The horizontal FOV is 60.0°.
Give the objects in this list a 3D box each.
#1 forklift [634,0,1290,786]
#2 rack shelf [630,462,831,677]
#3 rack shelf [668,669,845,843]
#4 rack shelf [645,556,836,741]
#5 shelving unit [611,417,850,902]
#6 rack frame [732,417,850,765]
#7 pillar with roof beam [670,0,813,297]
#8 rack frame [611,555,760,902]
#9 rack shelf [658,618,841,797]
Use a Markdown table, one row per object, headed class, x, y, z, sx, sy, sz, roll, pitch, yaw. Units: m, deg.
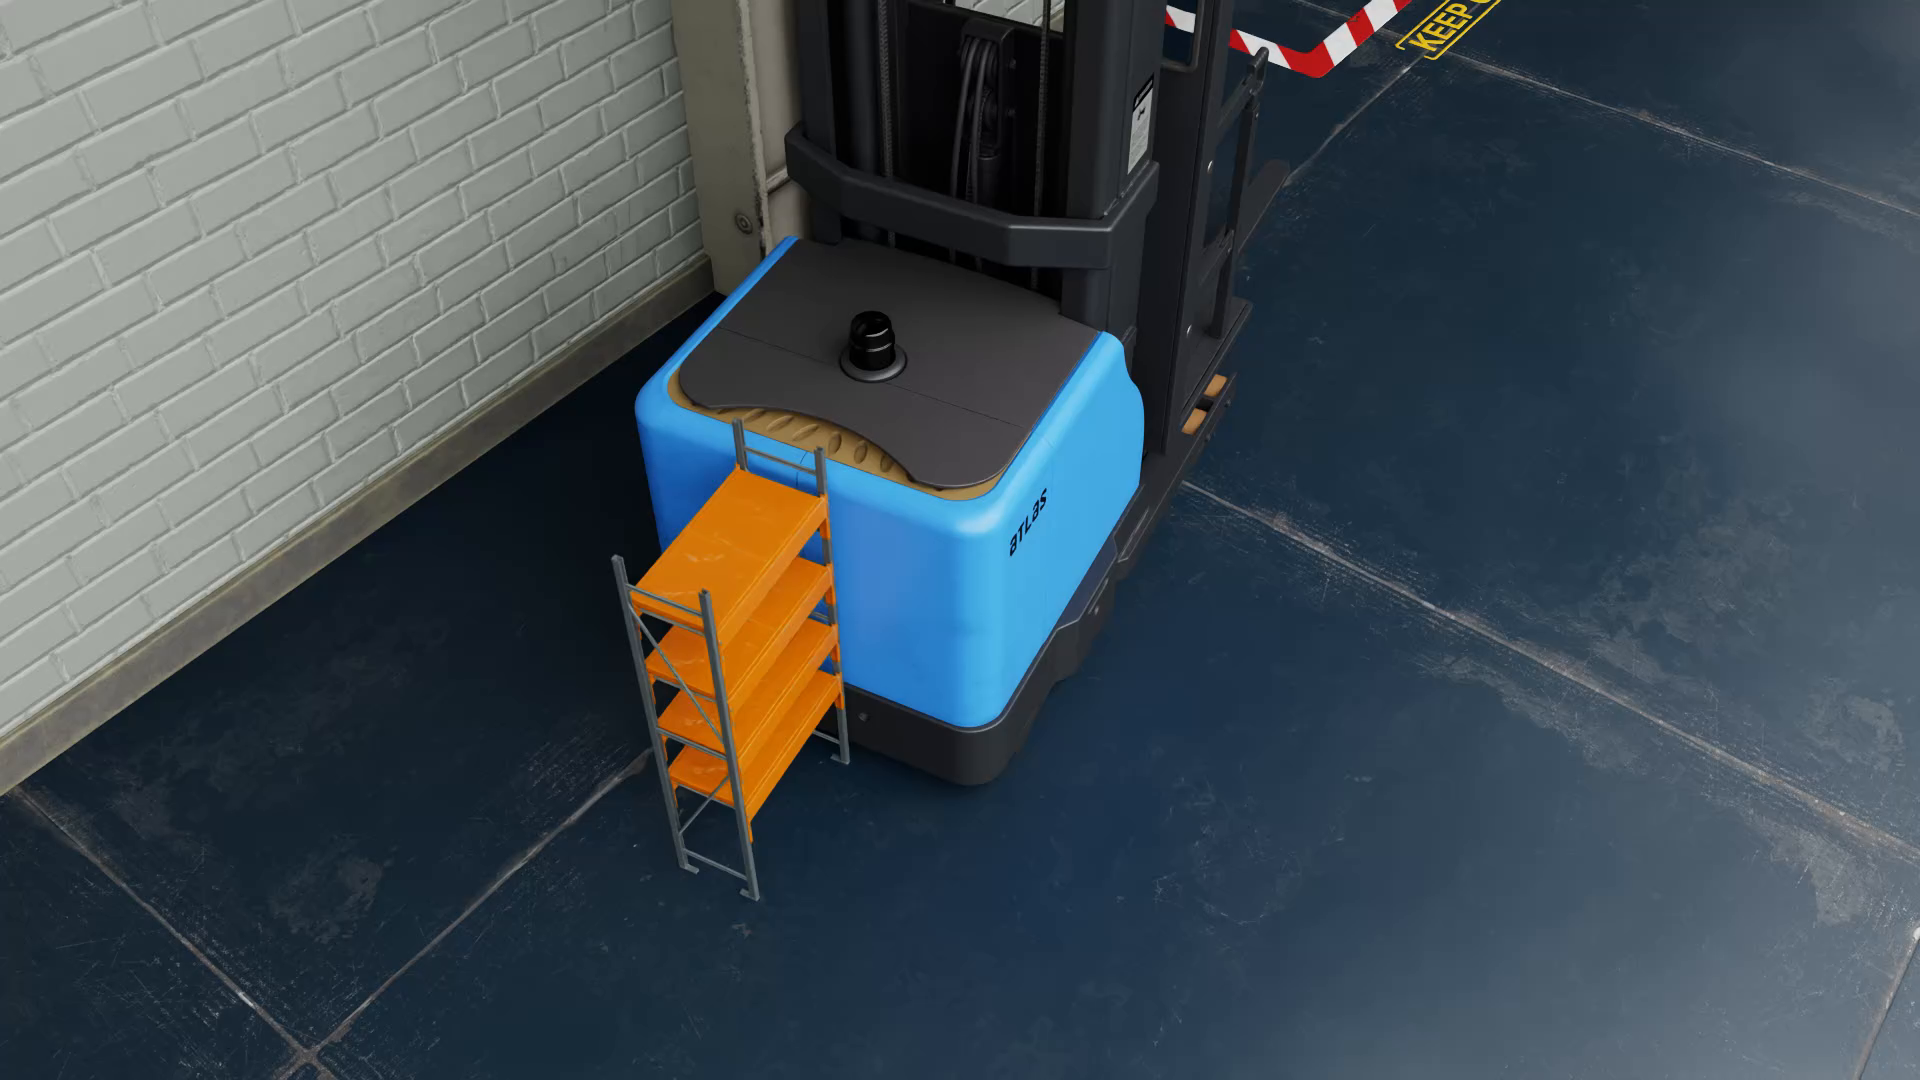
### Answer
| class | x | y | z | sx | sy | sz | roll | pitch | yaw |
| --- | --- | --- | --- | --- | --- | --- | --- | --- | --- |
| forklift | 0.279 | -1.418 | 4.578 | 1.130 | 2.935 | 3.031 | 20 | 49 | 18 |
| rack shelf | -0.527 | 0.059 | 3.821 | 0.258 | 0.148 | 0.480 | 20 | 49 | 18 |
| rack shelf | -0.527 | 0.514 | 4.297 | 0.258 | 0.148 | 0.480 | 20 | 49 | 18 |
| rack shelf | -0.527 | 0.222 | 3.992 | 0.258 | 0.148 | 0.480 | 20 | 49 | 18 |
| shelving unit | -0.527 | 0.330 | 4.105 | 0.258 | 1.200 | 0.503 | 20 | 49 | 18 |
| rack frame | -0.419 | 0.172 | 4.256 | 0.240 | 1.200 | 0.015 | 20 | 49 | 18 |
| pillar with roof beam | 2.718 | -2.189 | 1.118 | 9.100 | 9.000 | 0.400 | 29 | 53 | 25 |
| rack frame | -0.635 | 0.488 | 3.954 | 0.240 | 1.200 | 0.015 | 20 | 49 | 18 |
| rack shelf | -0.527 | 0.376 | 4.154 | 0.258 | 0.148 | 0.480 | 20 | 49 | 18 |
